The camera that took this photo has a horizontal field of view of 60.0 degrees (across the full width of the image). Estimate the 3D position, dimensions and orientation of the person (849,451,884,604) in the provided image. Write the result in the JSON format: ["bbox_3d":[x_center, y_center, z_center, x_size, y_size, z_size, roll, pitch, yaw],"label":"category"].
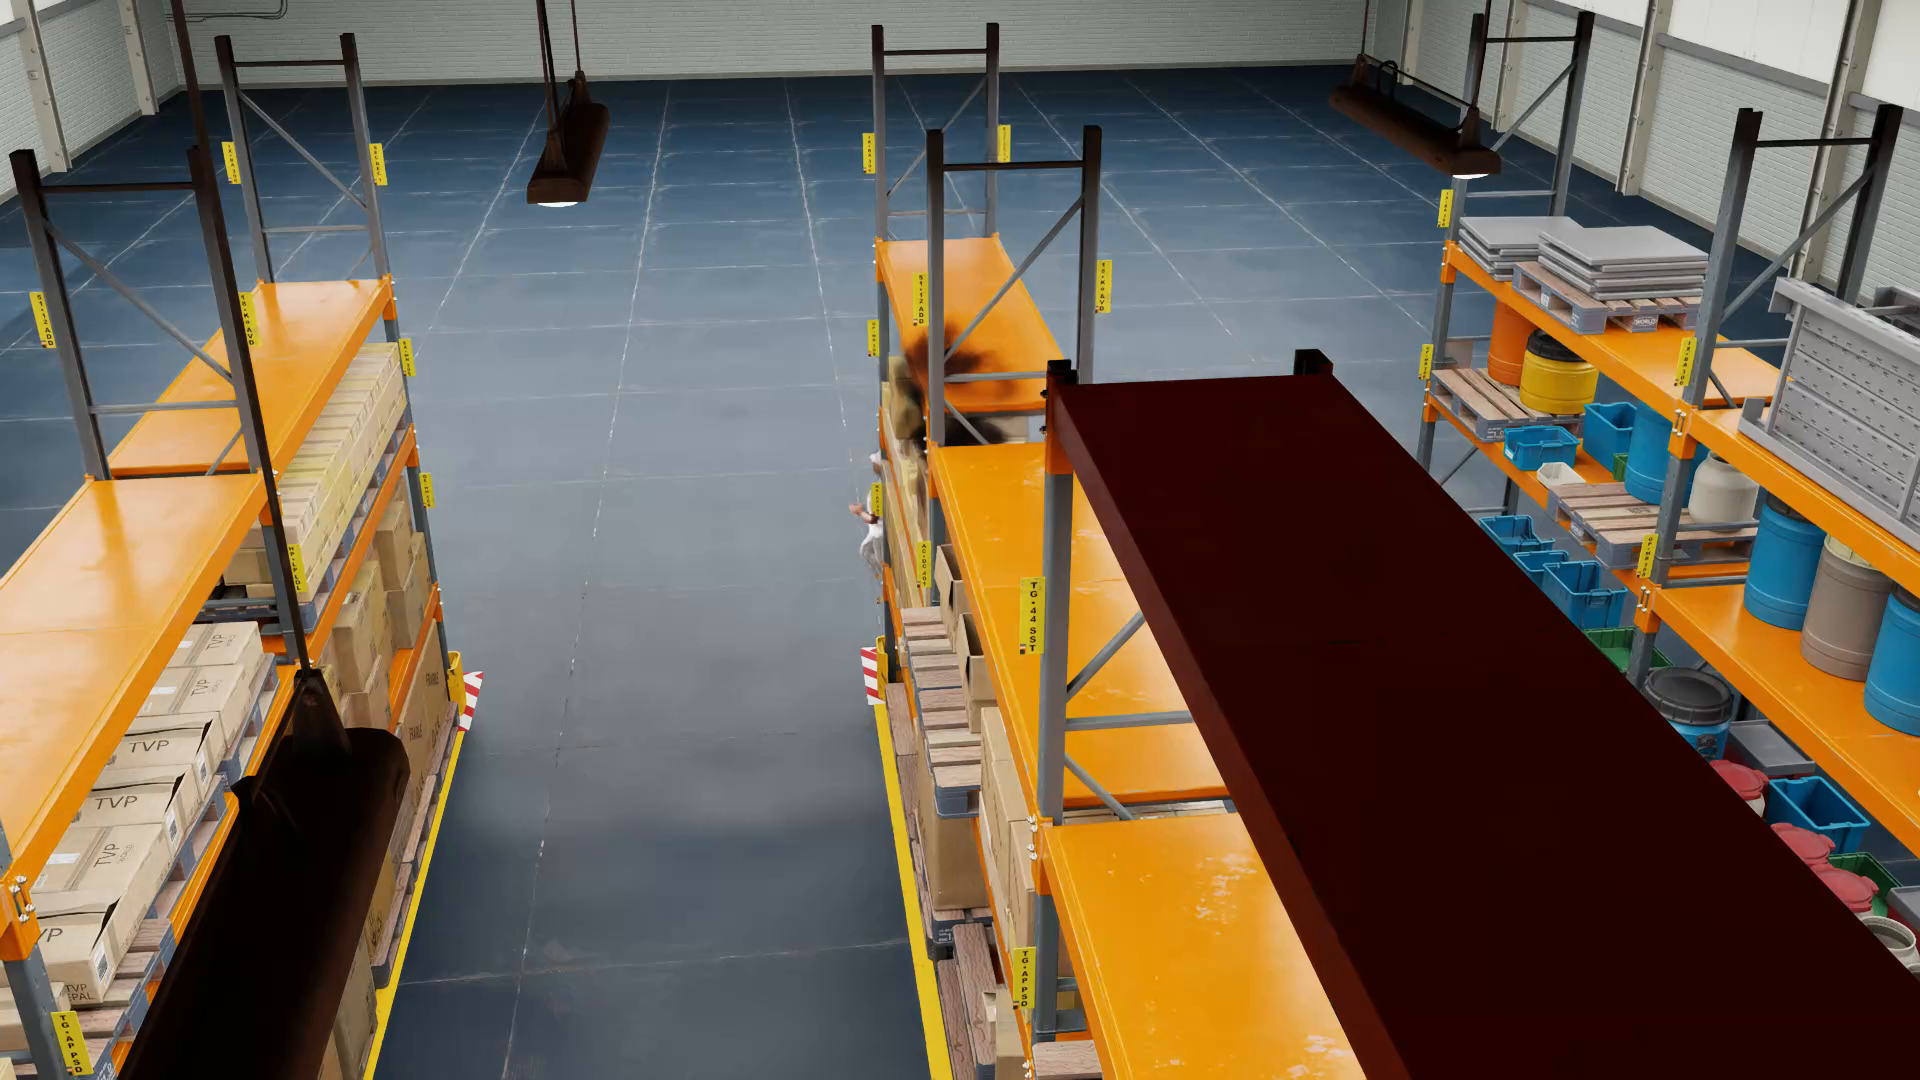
[{"bbox_3d":[-0.760,-0.095,16.667,0.701,1.772,0.677,7,26,14],"label":"person"}]
